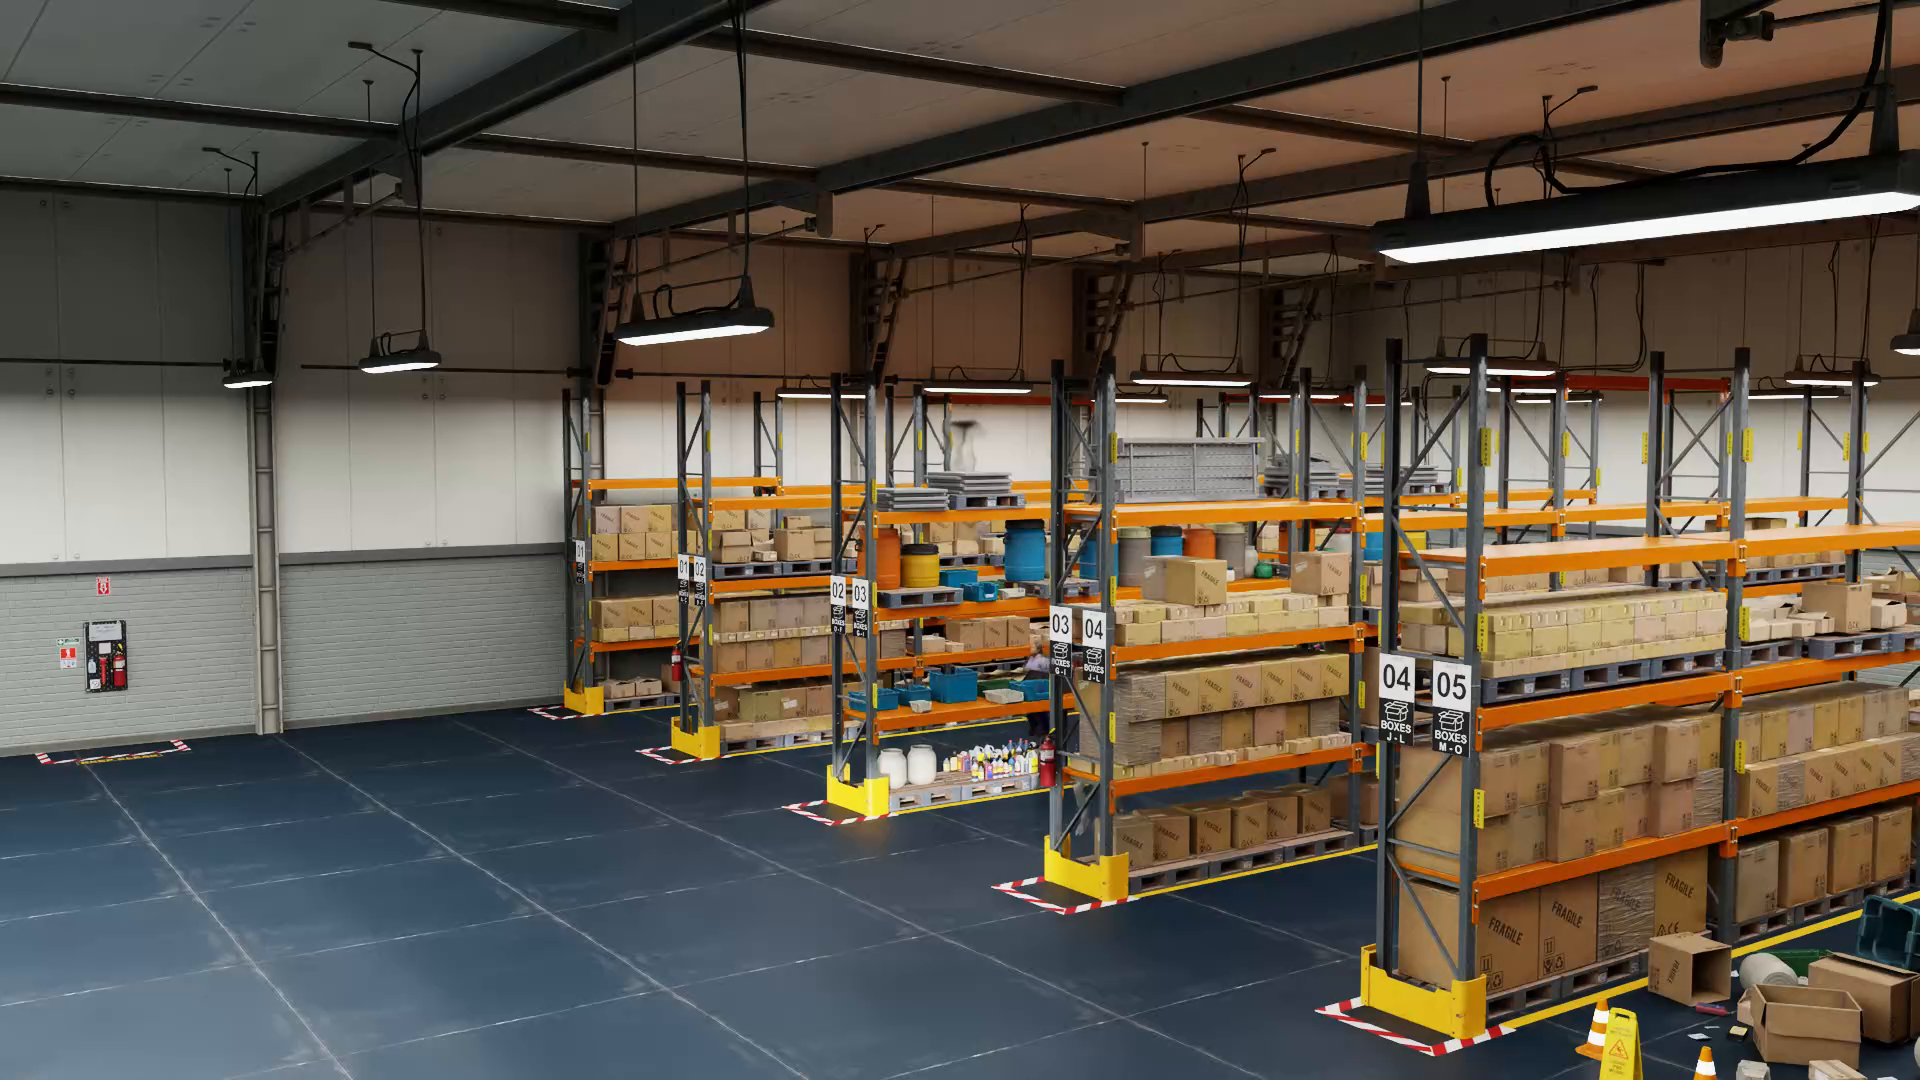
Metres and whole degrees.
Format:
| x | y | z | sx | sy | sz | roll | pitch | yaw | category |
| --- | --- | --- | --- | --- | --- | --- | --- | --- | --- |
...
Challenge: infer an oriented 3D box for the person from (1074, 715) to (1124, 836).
| x | y | z | sx | sy | sz | roll | pitch | yaw | category |
| --- | --- | --- | --- | --- | --- | --- | --- | --- | --- |
| 1.812 | 2.961 | 21.566 | 0.606 | 1.685 | 0.912 | 4 | 5 | 44 | person |

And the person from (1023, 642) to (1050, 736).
| x | y | z | sx | sy | sz | roll | pitch | yaw | category |
| --- | --- | --- | --- | --- | --- | --- | --- | --- | --- |
| 1.291 | 2.553 | 28.213 | 0.638 | 1.627 | 0.580 | -3 | 5 | -42 | person |
